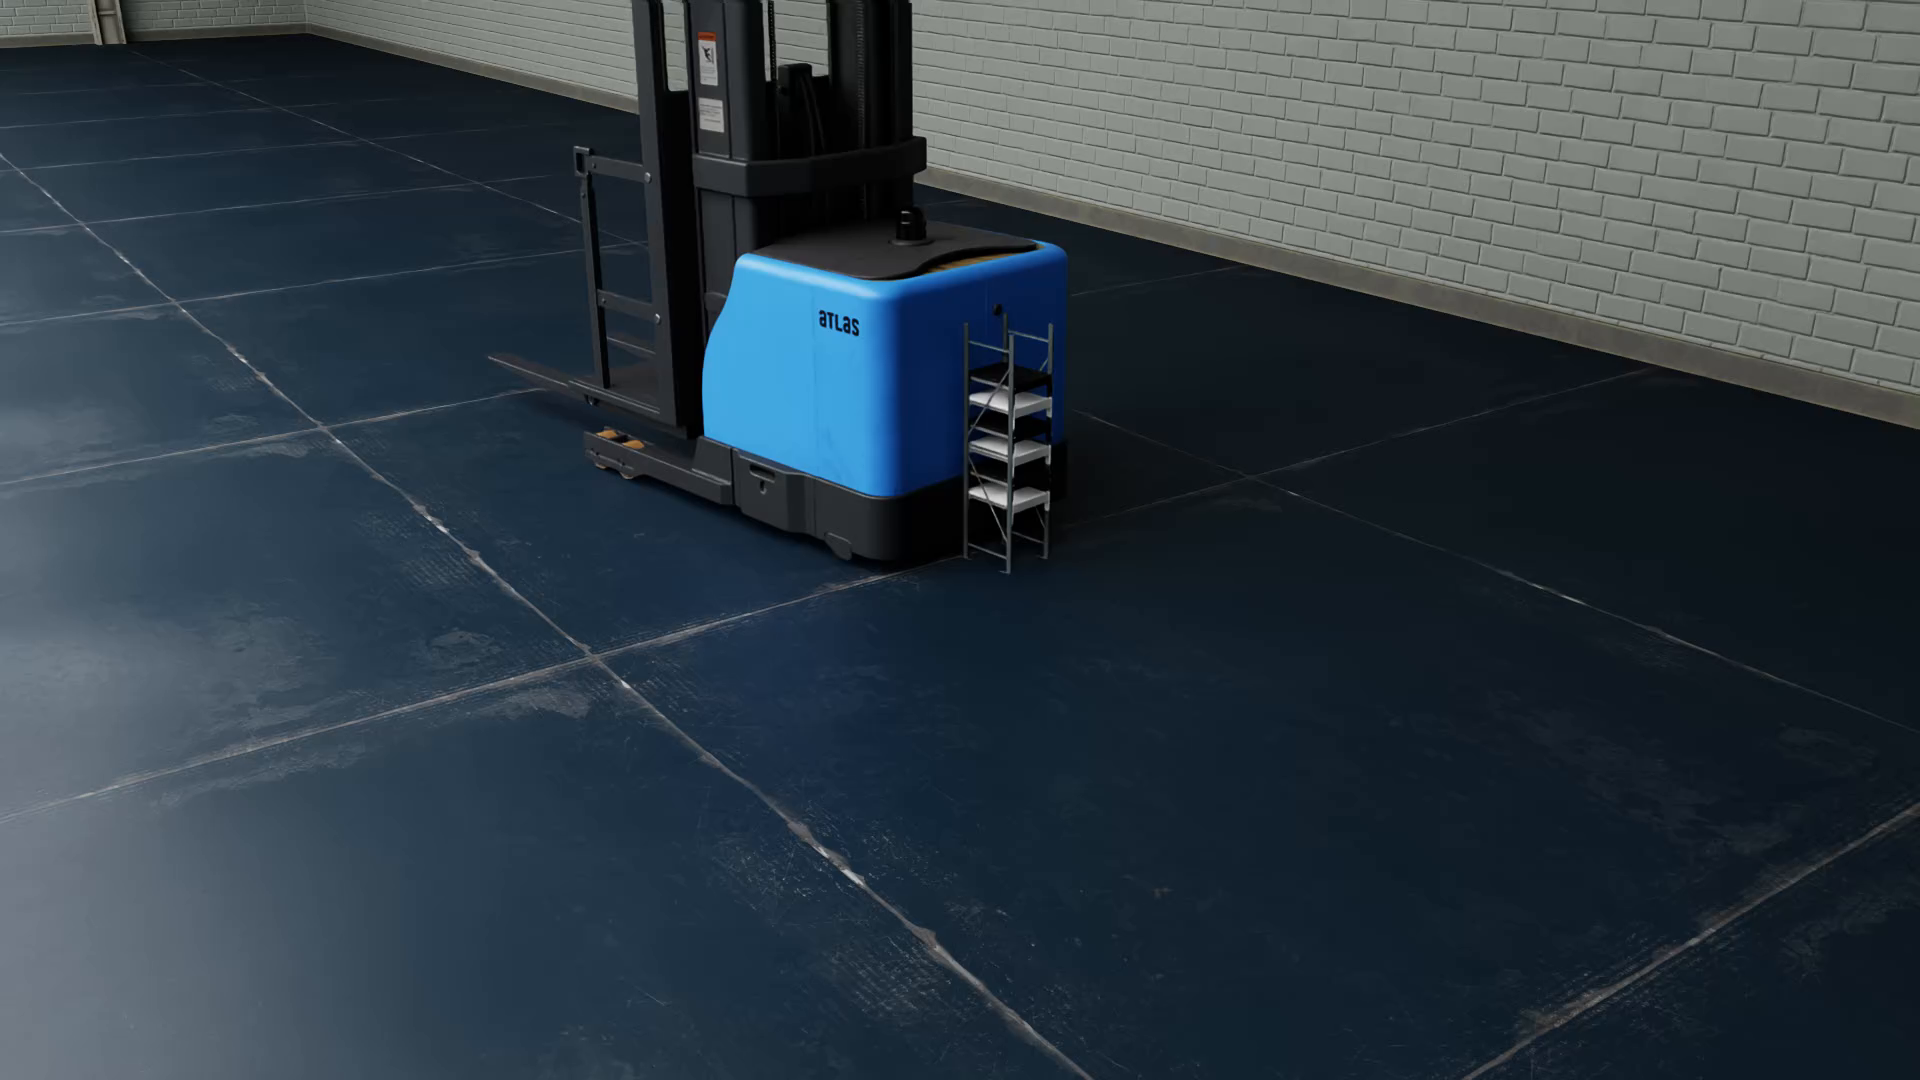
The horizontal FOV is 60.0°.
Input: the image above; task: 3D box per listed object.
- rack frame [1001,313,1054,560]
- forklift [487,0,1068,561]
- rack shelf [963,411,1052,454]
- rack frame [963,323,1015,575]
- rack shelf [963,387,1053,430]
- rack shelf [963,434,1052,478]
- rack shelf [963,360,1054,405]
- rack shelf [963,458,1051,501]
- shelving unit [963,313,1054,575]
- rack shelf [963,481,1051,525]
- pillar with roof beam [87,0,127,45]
[{"bbox_3d":[0.244,-0.374,6.118,0.240,0.900,0.006,20,29,41],"label":"rack frame"},{"bbox_3d":[-0.975,-1.737,6.794,3.031,2.935,1.130,20,29,41],"label":"forklift"},{"bbox_3d":[0.173,-0.399,6.030,0.258,0.077,0.200,20,29,41],"label":"rack shelf"},{"bbox_3d":[0.101,-0.320,5.984,0.240,0.900,0.006,20,29,41],"label":"rack frame"},{"bbox_3d":[0.173,-0.483,5.996,0.258,0.077,0.200,20,29,41],"label":"rack shelf"},{"bbox_3d":[0.172,-0.316,6.063,0.258,0.077,0.200,20,29,41],"label":"rack shelf"},{"bbox_3d":[0.173,-0.567,5.962,0.258,0.077,0.200,20,29,41],"label":"rack shelf"},{"bbox_3d":[0.172,-0.232,6.097,0.258,0.077,0.200,20,29,41],"label":"rack shelf"},{"bbox_3d":[0.172,-0.347,6.051,0.258,0.900,0.210,20,29,41],"label":"shelving unit"},{"bbox_3d":[0.172,-0.149,6.130,0.258,0.077,0.200,20,29,41],"label":"rack shelf"},{"bbox_3d":[-10.455,-10.467,20.485,0.400,9.000,9.100,-15,26,-33],"label":"pillar with roof beam"}]
